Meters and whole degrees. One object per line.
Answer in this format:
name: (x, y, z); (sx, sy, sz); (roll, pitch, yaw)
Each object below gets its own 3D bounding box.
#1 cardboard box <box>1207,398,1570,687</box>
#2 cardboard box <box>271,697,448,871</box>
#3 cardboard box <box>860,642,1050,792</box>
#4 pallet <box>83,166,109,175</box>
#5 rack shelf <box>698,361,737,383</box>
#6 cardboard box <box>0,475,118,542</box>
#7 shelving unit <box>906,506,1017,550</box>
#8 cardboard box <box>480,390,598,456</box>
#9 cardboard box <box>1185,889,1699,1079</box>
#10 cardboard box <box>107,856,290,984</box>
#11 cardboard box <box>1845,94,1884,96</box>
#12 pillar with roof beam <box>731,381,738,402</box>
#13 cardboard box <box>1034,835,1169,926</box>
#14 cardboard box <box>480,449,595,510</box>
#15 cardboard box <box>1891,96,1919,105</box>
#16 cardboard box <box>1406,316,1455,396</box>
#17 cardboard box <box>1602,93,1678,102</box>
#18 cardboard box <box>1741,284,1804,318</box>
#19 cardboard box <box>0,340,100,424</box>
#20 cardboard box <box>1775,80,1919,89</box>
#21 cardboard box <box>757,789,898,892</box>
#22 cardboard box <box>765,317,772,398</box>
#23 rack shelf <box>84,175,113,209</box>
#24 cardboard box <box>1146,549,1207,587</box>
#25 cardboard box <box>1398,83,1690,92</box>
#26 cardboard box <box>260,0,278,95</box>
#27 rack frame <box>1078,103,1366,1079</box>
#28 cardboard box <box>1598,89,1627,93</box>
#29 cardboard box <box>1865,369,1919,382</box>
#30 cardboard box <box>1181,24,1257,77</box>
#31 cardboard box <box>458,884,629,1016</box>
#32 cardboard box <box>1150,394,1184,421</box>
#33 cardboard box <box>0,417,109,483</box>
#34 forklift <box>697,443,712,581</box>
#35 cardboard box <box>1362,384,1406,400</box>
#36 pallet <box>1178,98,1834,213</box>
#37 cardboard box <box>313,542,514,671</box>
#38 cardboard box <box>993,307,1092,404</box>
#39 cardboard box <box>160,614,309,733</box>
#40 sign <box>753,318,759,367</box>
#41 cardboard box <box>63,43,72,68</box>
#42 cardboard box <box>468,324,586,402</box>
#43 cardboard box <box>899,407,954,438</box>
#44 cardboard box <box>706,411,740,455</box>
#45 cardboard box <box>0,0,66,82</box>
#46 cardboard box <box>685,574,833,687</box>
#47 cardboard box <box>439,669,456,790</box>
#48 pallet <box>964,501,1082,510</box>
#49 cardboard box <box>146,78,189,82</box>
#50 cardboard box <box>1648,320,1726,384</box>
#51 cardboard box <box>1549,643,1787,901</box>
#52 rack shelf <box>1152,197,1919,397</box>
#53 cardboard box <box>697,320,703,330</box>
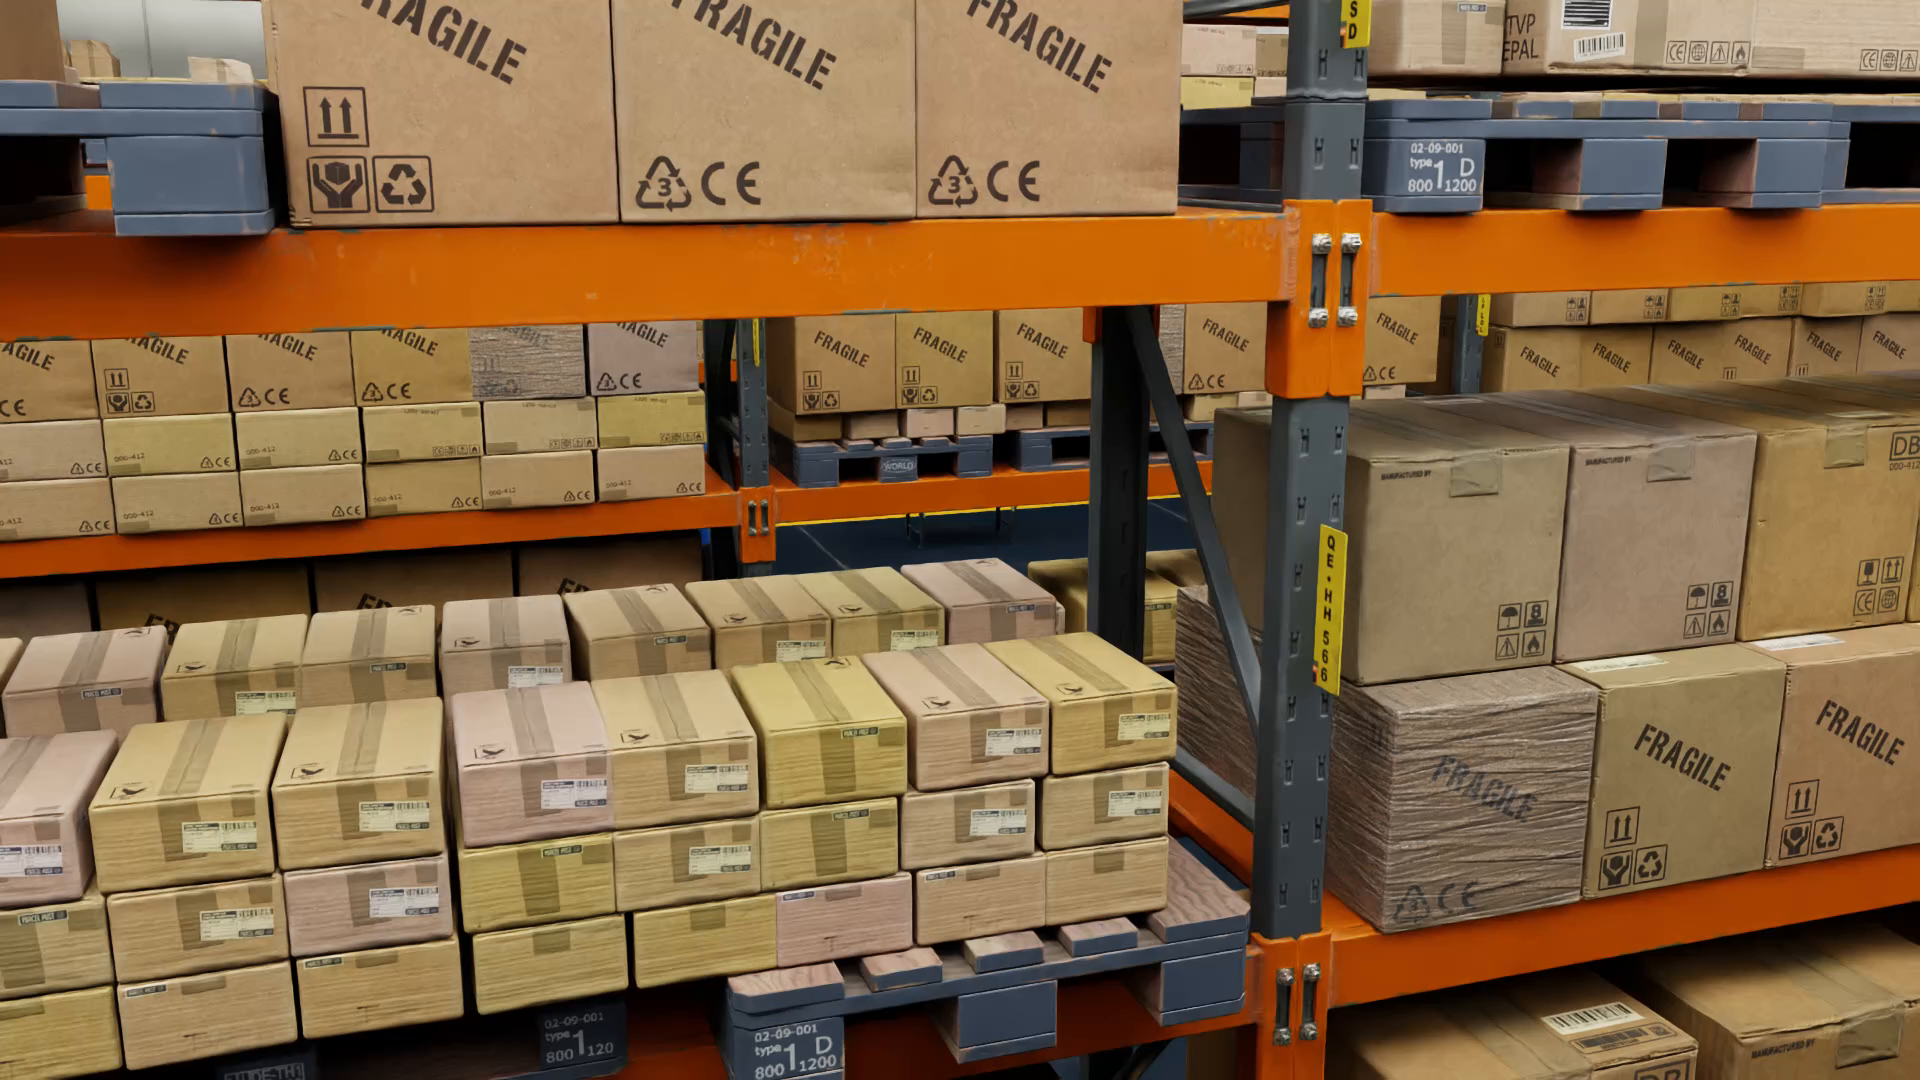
cardboard box: (0.969, -0.023, 3.880); (0.500, 0.500, 0.700); (-5, 14, -18)
cardboard box: (-1.005, 0.403, 2.815); (0.250, 0.149, 0.380); (-4, 14, -15)
cardboard box: (-0.017, 0.326, 3.139); (0.250, 0.149, 0.380); (-5, 14, -19)
pallet: (-4.072, -1.685, 7.174); (1.217, 0.209, 0.805); (-5, 14, -20)
rack shelf: (-0.826, -1.421, 13.690); (4.000, 0.370, 1.077); (-4, 14, -18)
cardboard box: (-3.934, -0.180, 7.242); (0.500, 0.250, 0.500); (-5, 14, -19)
shelving unit: (0.006, -0.730, 12.471); (0.755, 1.500, 0.431); (-4, 14, -18)
cardboard box: (-1.997, -0.575, 7.823); (0.500, 0.250, 0.500); (-5, 14, -20)
cardboard box: (1.146, 1.408, 4.195); (0.750, 0.750, 1.050); (-5, 14, -19)
cardboard box: (-1.249, 0.567, 2.768); (0.250, 0.149, 0.380); (-5, 14, -19)
cardboard box: (5.238, -2.703, 9.864); (0.250, 0.149, 0.380); (-4, 14, -18)
pillar with roof beam: (-0.400, -3.892, 9.558); (0.400, 9.000, 9.100); (-4, 14, -18)
cardboard box: (0.219, 0.598, 3.281); (0.250, 0.149, 0.380); (-4, 14, -17)
cardboard box: (-2.010, -0.327, 7.858); (0.500, 0.250, 0.500); (-4, 14, -17)
cardboard box: (5.567, -2.526, 9.979); (0.500, 0.250, 0.500); (-5, 14, -19)
cardboard box: (2.998, -1.111, 9.973); (0.500, 0.500, 0.500); (-5, 14, -20)
cardboard box: (3.647, -2.374, 9.340); (0.500, 0.250, 0.500); (-5, 14, -19)
cardboard box: (4.583, -1.617, 9.941); (0.500, 0.500, 0.700); (-5, 14, -18)
cardboard box: (-3.944, -0.788, 7.097); (0.500, 0.500, 0.500); (-5, 14, -18)
cardboard box: (2.258, -1.206, 3.817); (0.500, 0.311, 0.500); (-5, 14, -19)
cardboard box: (-0.284, 0.493, 3.082); (0.250, 0.149, 0.380); (-4, 14, -17)
cardboard box: (-0.792, -1.027, 8.713); (0.500, 0.500, 0.500); (-5, 14, -20)
rack shelf: (-3.030, -1.497, 7.526); (4.000, 0.370, 1.077); (-4, 14, -18)
cardboard box: (1.480, 0.337, 9.516); (0.625, 0.372, 0.950); (-4, 14, -15)
cardboard box: (1.435, -1.269, 4.082); (0.500, 0.311, 0.500); (-4, 14, -18)
cardboard box: (-2.713, -2.054, 7.189); (0.500, 0.500, 0.500); (-4, 14, -18)
rack frame: (0.540, 0.543, 3.878); (0.127, 3.000, 1.000); (-4, 14, -18)
cardboard box: (3.549, -2.550, 9.219); (0.250, 0.149, 0.380); (-5, 14, -20)
cardboard box: (2.896, -0.174, 4.514); (0.500, 0.500, 0.700); (-4, 14, -18)
cardboard box: (1.188, -2.513, 8.581); (0.500, 0.250, 0.500); (-4, 14, -17)
cardboard box: (-0.753, 0.673, 2.967); (0.250, 0.149, 0.380); (-5, 14, -21)
cardboard box: (1.003, -0.745, 8.928); (0.250, 0.149, 0.380); (-5, 14, -20)
cardboard box: (-3.933, -0.425, 7.193); (0.500, 0.250, 0.500); (-4, 14, -17)
forklift: (-3.223, -1.040, 10.680); (3.031, 2.935, 1.130); (-7, 15, -27)
cardboard box: (2.257, -0.814, 9.218); (0.250, 0.149, 0.380); (-4, 14, -17)
pallet: (1.133, -0.883, 3.801); (1.003, 0.211, 1.213); (-4, 14, -15)
cardboard box: (-2.662, 0.392, 8.197); (0.875, 0.875, 0.875); (-4, 14, -17)
cardboard box: (0.359, -0.996, 8.581); (0.500, 0.500, 0.500); (-4, 14, -17)
cardboard box: (-1.443, 0.278, 3.341); (0.250, 0.149, 0.380); (-5, 14, -19)
sign: (-0.954, -0.977, 7.766); (0.005, 0.325, 0.100); (-4, 14, -18)
cardboard box: (-6.244, -3.302, 11.442); (0.258, 0.266, 0.396); (-5, 14, -19)
cardboard box: (-2.025, -0.935, 7.715); (0.500, 0.500, 0.500); (-4, 14, -17)
cardboard box: (-0.215, -0.624, 8.419); (0.250, 0.149, 0.380); (-5, 14, -22)
cardboard box: (-2.126, -0.716, 13.393); (0.625, 0.625, 0.875); (-4, 14, -16)
cardboard box: (-1.745, -0.961, 2.587); (0.637, 0.503, 0.797); (-5, 14, -19)
cardboard box: (-0.448, 0.201, 3.667); (0.250, 0.149, 0.380); (-5, 14, -18)
cardboard box: (-0.966, 0.386, 3.532); (0.250, 0.149, 0.380); (-4, 14, -18)
pallet: (0.384, -0.499, 14.285); (1.213, 0.211, 1.003); (-4, 14, -18)
cardboard box: (-5.370, -3.058, 11.313); (0.250, 0.149, 0.380); (-5, 14, -19)
cardboard box: (4.111, -1.071, 9.806); (0.500, 0.500, 0.500); (-5, 14, -19)
cardboard box: (1.533, 0.482, 3.917); (0.500, 0.500, 0.500); (-5, 14, -19)
rack shelf: (2.436, -0.714, 4.234); (4.000, 0.370, 1.077); (-4, 14, -18)
cardboard box: (-2.215, -1.767, 12.835); (0.500, 0.250, 0.500); (-4, 14, -18)
